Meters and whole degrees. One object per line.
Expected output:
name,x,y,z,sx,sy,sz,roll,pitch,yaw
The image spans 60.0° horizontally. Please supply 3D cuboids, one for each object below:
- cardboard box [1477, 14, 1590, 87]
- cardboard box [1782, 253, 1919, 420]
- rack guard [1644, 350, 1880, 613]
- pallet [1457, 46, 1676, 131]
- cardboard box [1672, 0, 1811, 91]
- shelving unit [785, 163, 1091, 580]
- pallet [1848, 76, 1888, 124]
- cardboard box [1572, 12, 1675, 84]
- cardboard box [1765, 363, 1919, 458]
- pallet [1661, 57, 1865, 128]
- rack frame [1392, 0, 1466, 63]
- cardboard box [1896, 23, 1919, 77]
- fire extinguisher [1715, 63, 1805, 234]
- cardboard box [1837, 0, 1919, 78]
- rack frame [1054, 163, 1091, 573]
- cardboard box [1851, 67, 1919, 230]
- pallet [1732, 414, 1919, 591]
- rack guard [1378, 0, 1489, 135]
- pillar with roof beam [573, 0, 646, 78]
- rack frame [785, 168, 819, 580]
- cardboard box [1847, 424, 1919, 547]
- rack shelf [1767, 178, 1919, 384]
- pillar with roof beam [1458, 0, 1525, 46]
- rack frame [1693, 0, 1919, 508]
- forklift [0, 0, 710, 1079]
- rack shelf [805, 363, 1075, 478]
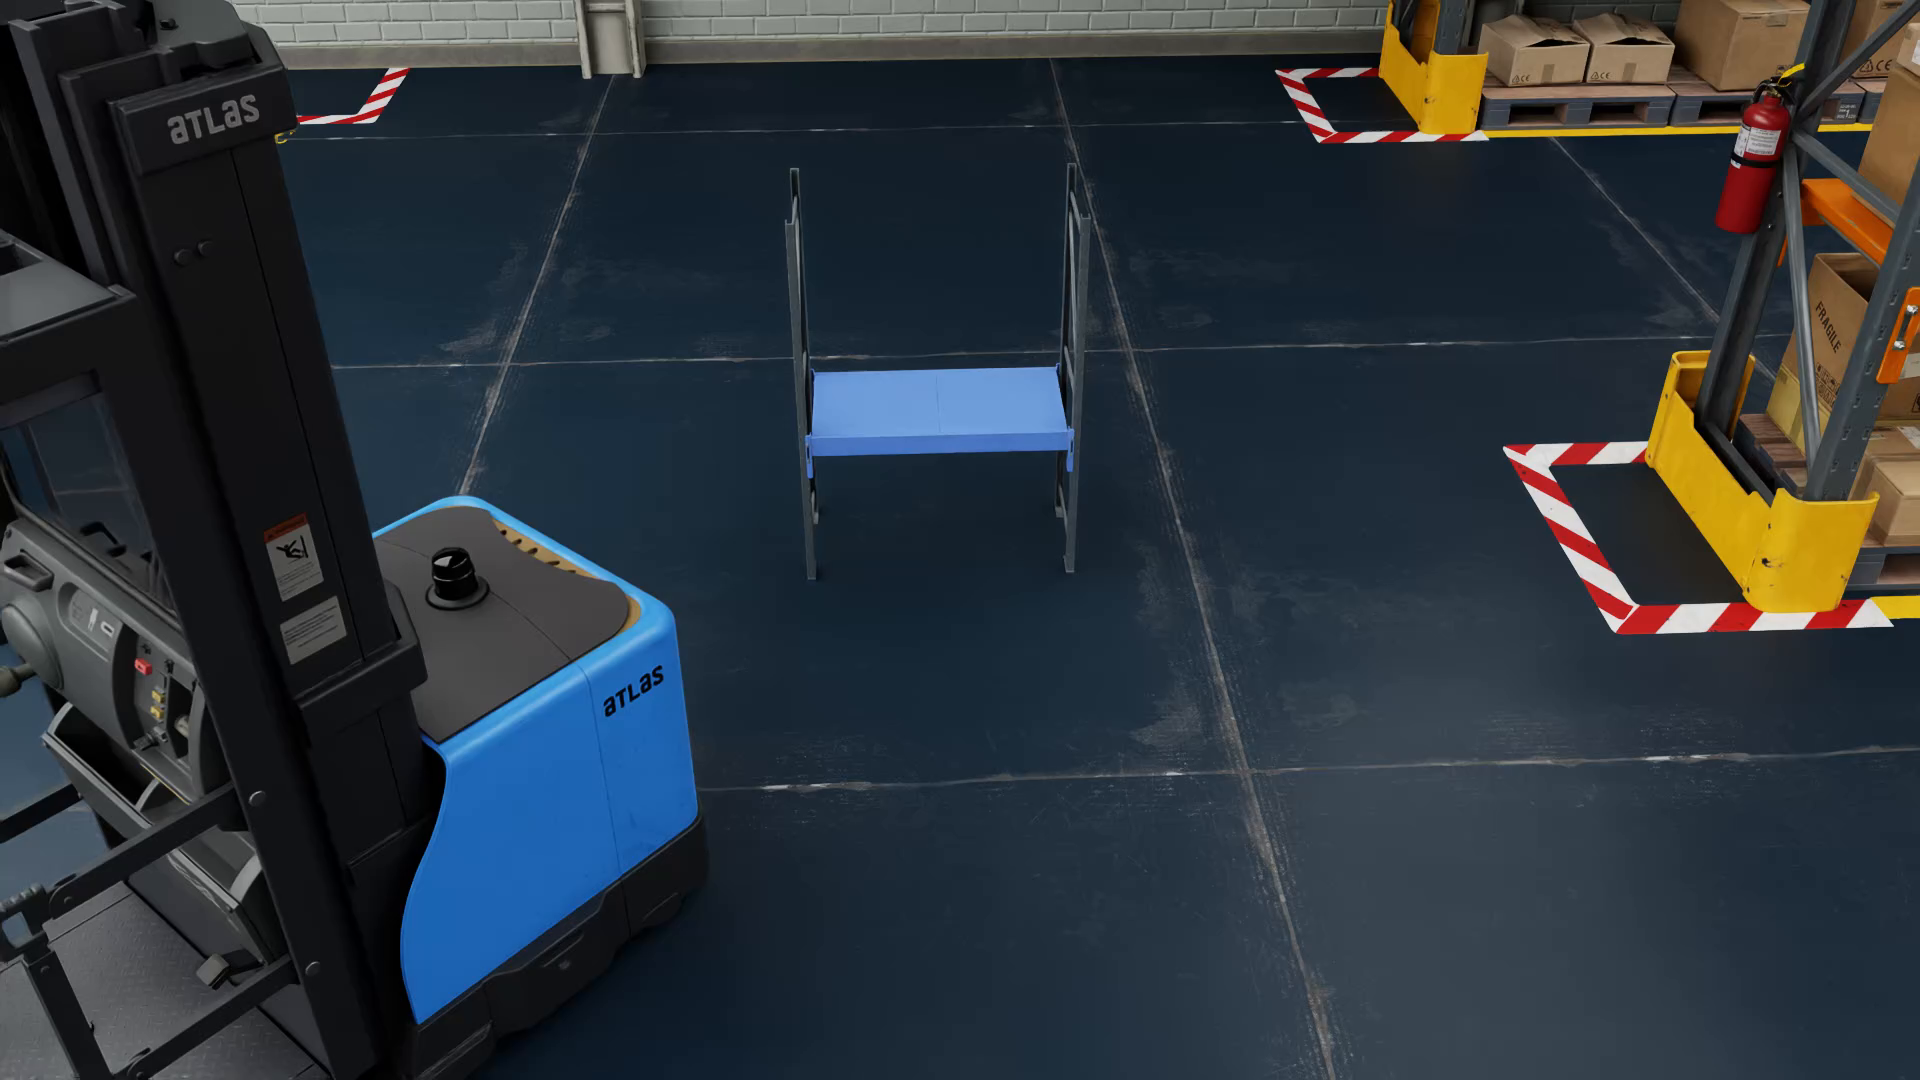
cardboard box,3.666,-3.149,10.640,0.500,0.311,0.500,-5,35,-8
cardboard box,3.730,-0.824,6.693,0.500,0.500,0.500,-2,35,-2
rack guard,3.185,-0.261,6.689,0.348,0.500,1.175,-2,35,-2
pallet,3.859,-2.963,10.846,1.213,0.211,1.003,-2,35,-2
cardboard box,4.970,-3.233,10.596,0.500,0.500,0.700,-4,35,-5
shelving unit,-0.085,-0.614,6.320,1.048,1.500,0.538,-2,35,-2
pallet,6.297,-3.029,10.941,1.213,0.211,1.003,-2,35,-2
cardboard box,4.235,-3.164,10.662,0.500,0.311,0.500,1,35,2
cardboard box,3.730,-0.514,6.905,0.500,0.250,0.500,-2,35,-2
pallet,5.075,-2.994,10.891,1.213,0.211,1.003,-2,35,-2
rack frame,2.970,-4.106,10.047,0.127,3.000,1.000,-2,35,-2
cardboard box,3.581,-1.716,5.937,0.250,0.149,0.380,-2,35,-3
fire extinguisher,3.068,-1.519,6.377,0.183,0.674,0.296,-2,35,-2
cardboard box,5.931,-3.316,10.715,0.500,0.500,0.500,-4,35,-6
rack frame,0.423,-0.628,6.340,0.032,1.500,0.500,-2,35,-2
cardboard box,3.675,-1.336,5.957,0.500,0.500,0.700,-2,35,-2
pallet,3.970,-0.188,6.836,1.213,0.211,1.003,-2,35,-2
rack guard,3.046,-3.080,10.761,0.348,0.500,1.175,-2,35,-2
pillar with roof beam,-2.161,-4.474,5.308,0.400,9.000,9.100,-2,35,-2
rack frame,-0.593,-0.601,6.300,0.032,1.500,0.500,-2,35,-2
cardboard box,3.755,-0.220,6.479,0.500,0.250,0.500,-2,35,-2
rack shelf,5.206,-1.048,6.261,4.000,0.370,1.077,-2,35,-2
pillar with roof beam,3.832,-4.636,5.541,0.400,9.000,9.100,-2,35,-2
rack frame,3.209,-1.290,5.978,0.127,3.000,1.000,-2,35,-2
forklift,-2.104,0.337,3.688,1.130,2.935,3.031,25,42,32
rack shelf,-0.085,-0.467,6.422,1.000,0.185,0.538,-2,35,-2
